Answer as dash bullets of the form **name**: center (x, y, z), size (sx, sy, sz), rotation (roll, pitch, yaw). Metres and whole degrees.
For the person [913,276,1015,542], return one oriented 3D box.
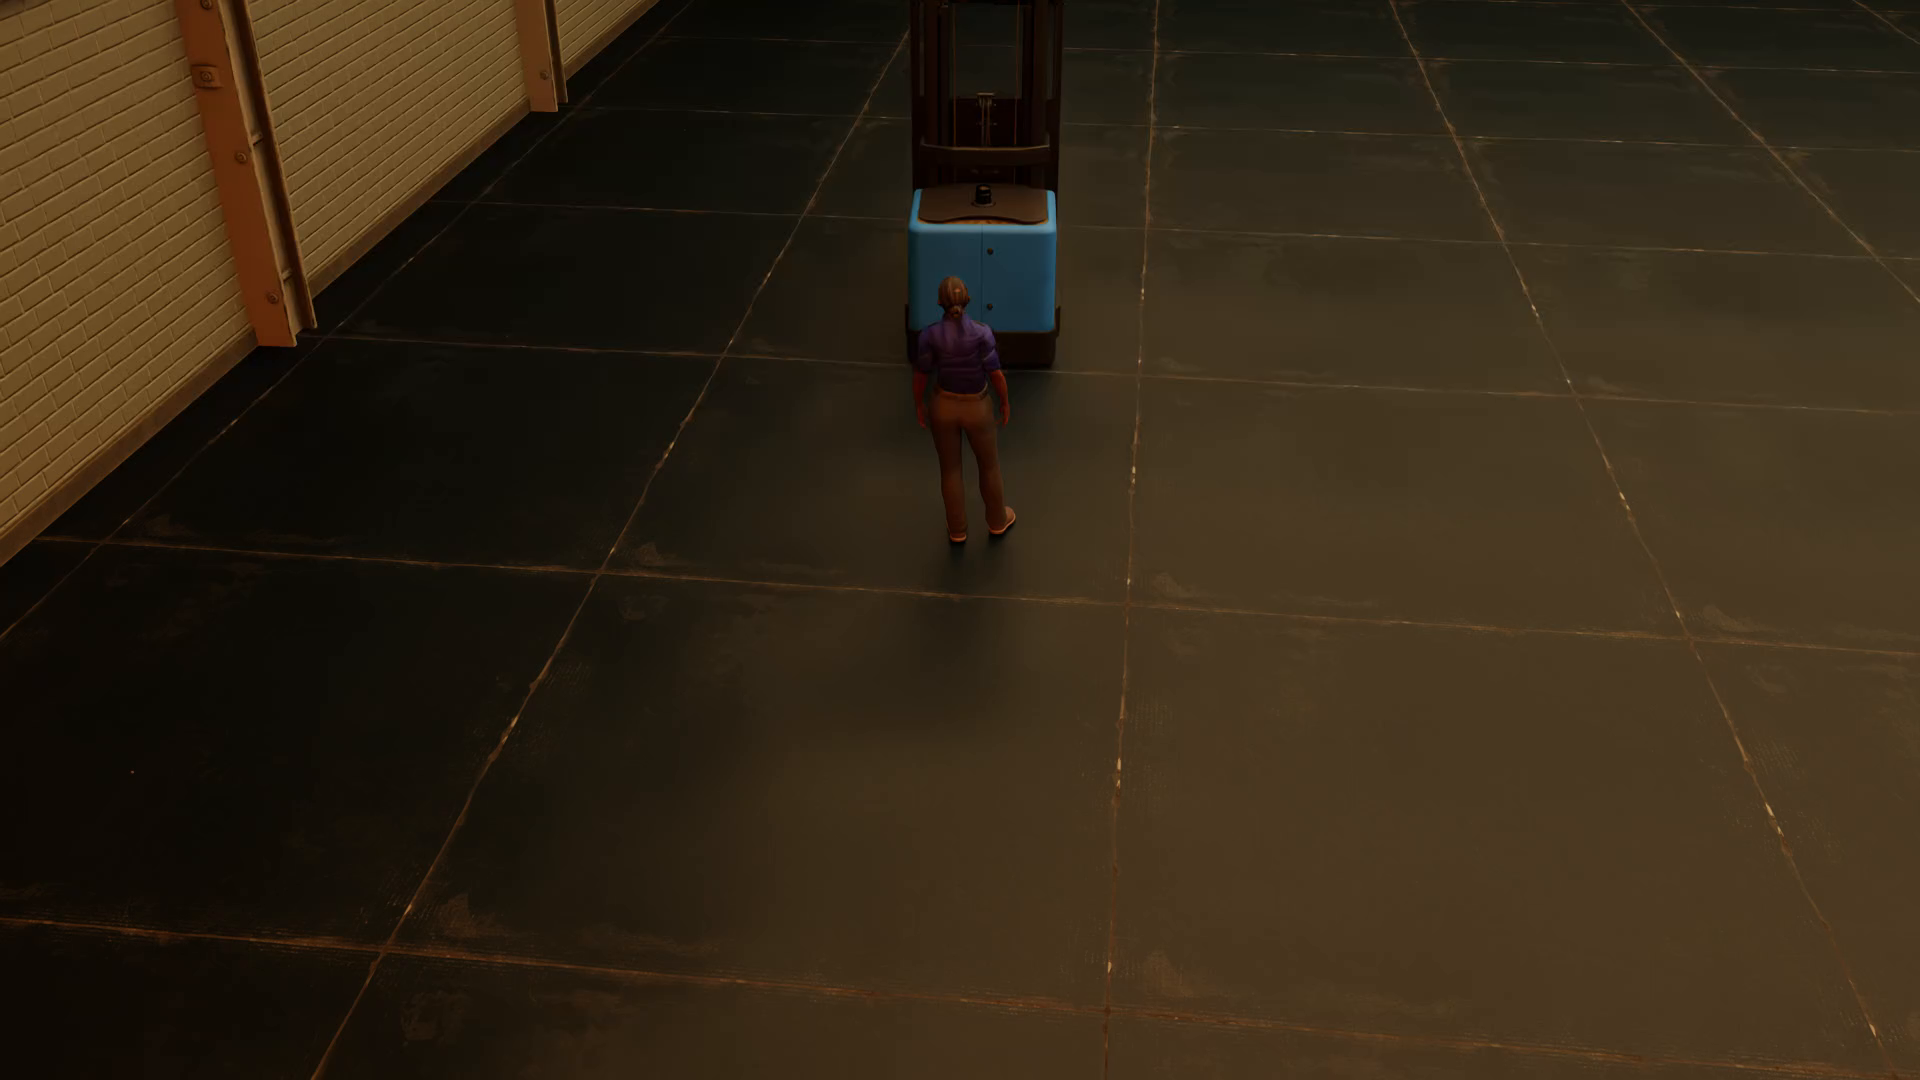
- **person**: center (0.030, -0.761, 9.446), size (0.569, 1.654, 0.504), rotation (3, 31, 6)

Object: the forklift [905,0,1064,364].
- **forklift**: center (0.198, -3.221, 12.356), size (1.130, 2.935, 3.031), rotation (1, 31, 2)
